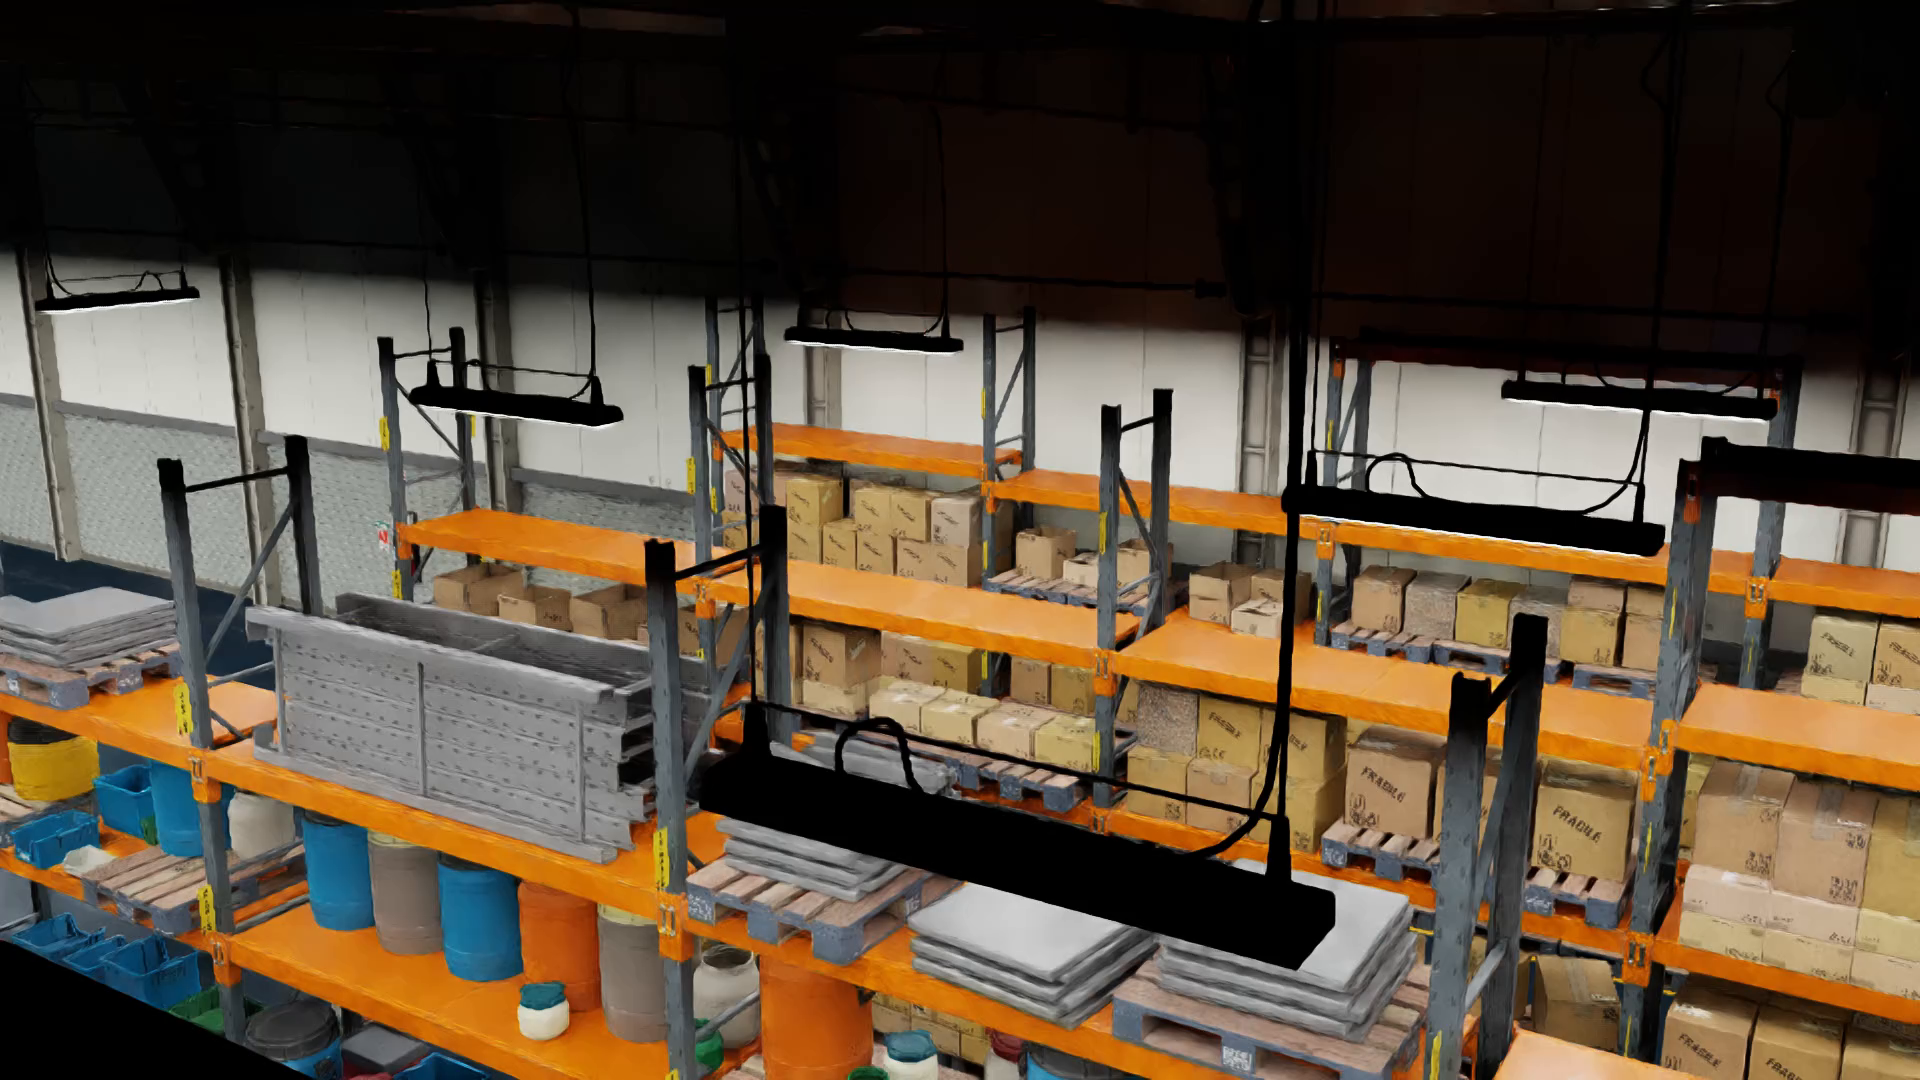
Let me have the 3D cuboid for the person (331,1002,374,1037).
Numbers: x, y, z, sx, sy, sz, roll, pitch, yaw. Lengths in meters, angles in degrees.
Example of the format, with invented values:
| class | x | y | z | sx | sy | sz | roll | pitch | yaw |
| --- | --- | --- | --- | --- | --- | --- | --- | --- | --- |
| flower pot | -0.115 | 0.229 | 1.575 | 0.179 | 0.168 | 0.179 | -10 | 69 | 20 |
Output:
| class | x | y | z | sx | sy | sz | roll | pitch | yaw |
| --- | --- | --- | --- | --- | --- | --- | --- | --- | --- |
| person | -4.960 | 3.882 | 13.848 | 0.499 | 1.758 | 0.588 | -7 | 16 | -27 |
